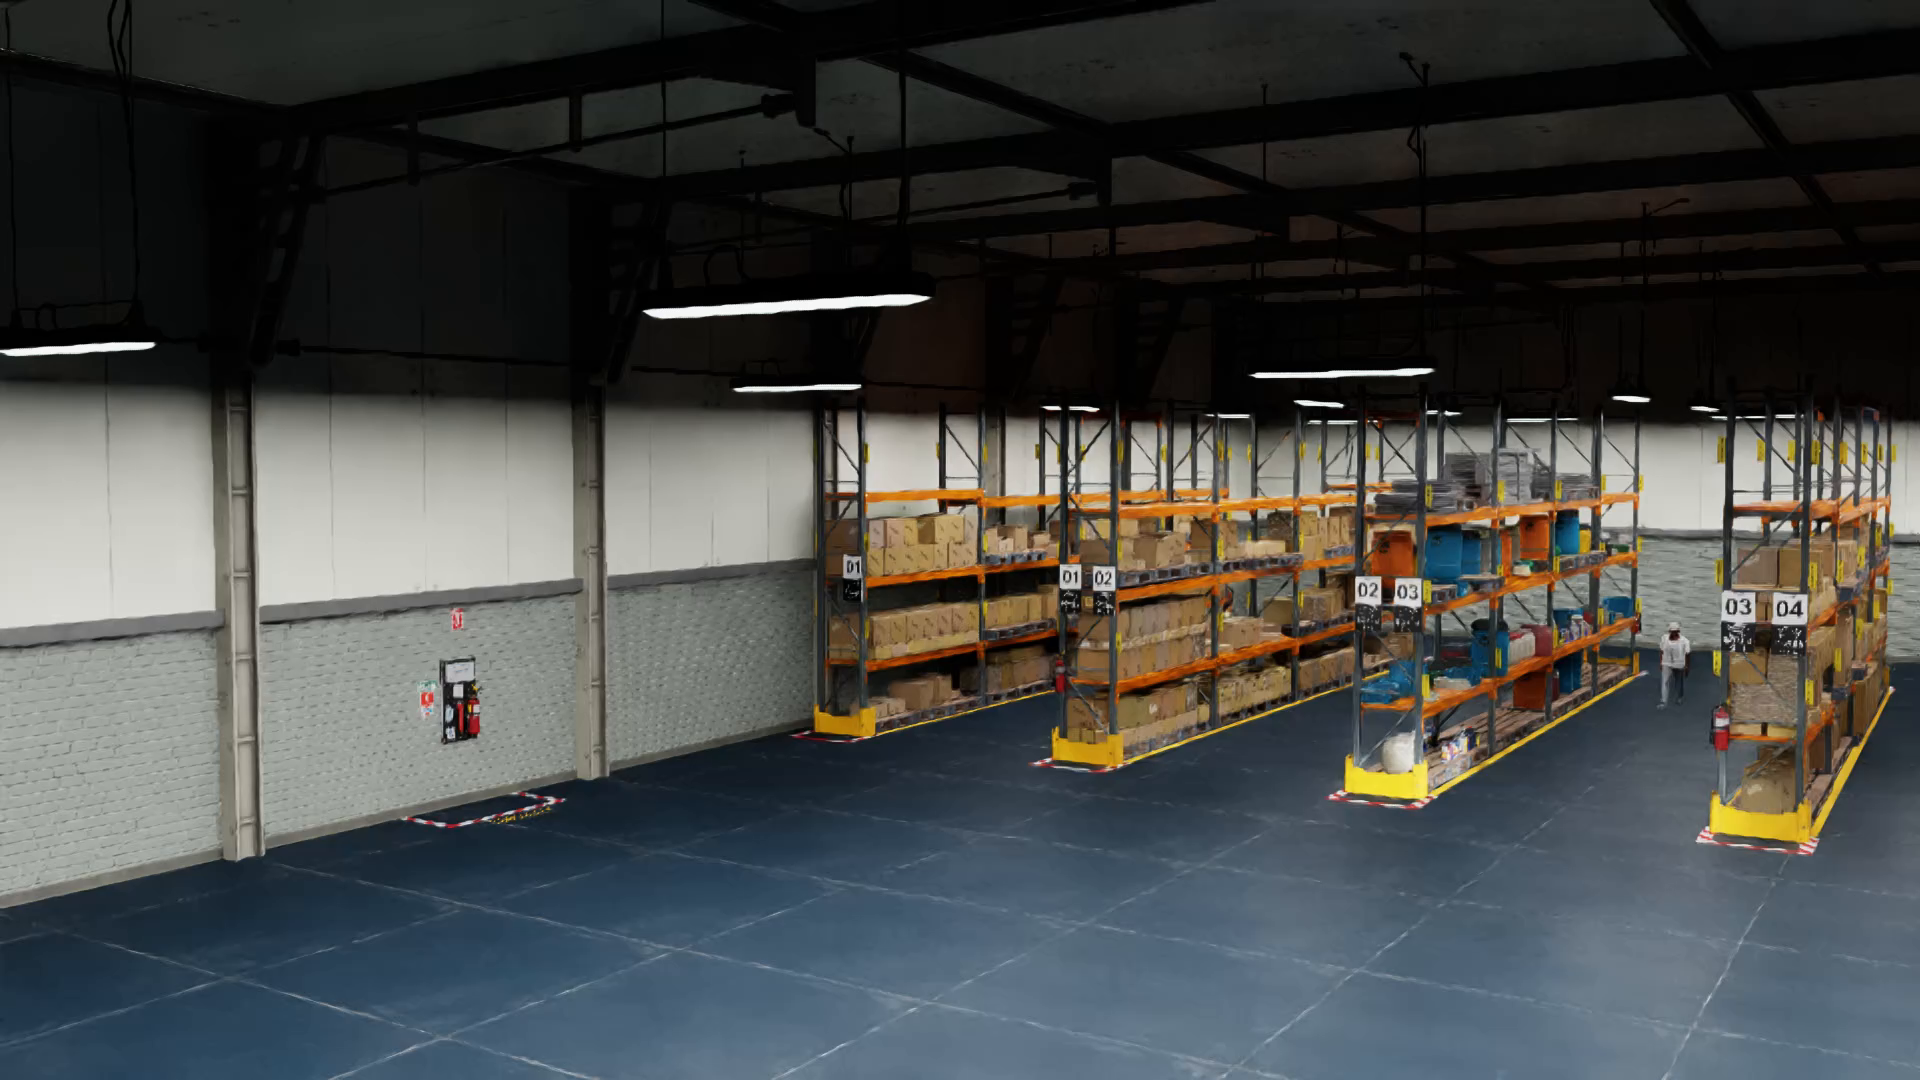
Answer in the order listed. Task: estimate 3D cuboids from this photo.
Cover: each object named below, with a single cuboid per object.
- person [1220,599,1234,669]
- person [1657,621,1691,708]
[{"bbox_3d":[6.112,2.174,37.627,0.454,1.679,0.538,0,3,7],"label":"person"},{"bbox_3d":[13.987,2.432,32.566,0.577,1.687,1.115,2,3,31],"label":"person"}]
